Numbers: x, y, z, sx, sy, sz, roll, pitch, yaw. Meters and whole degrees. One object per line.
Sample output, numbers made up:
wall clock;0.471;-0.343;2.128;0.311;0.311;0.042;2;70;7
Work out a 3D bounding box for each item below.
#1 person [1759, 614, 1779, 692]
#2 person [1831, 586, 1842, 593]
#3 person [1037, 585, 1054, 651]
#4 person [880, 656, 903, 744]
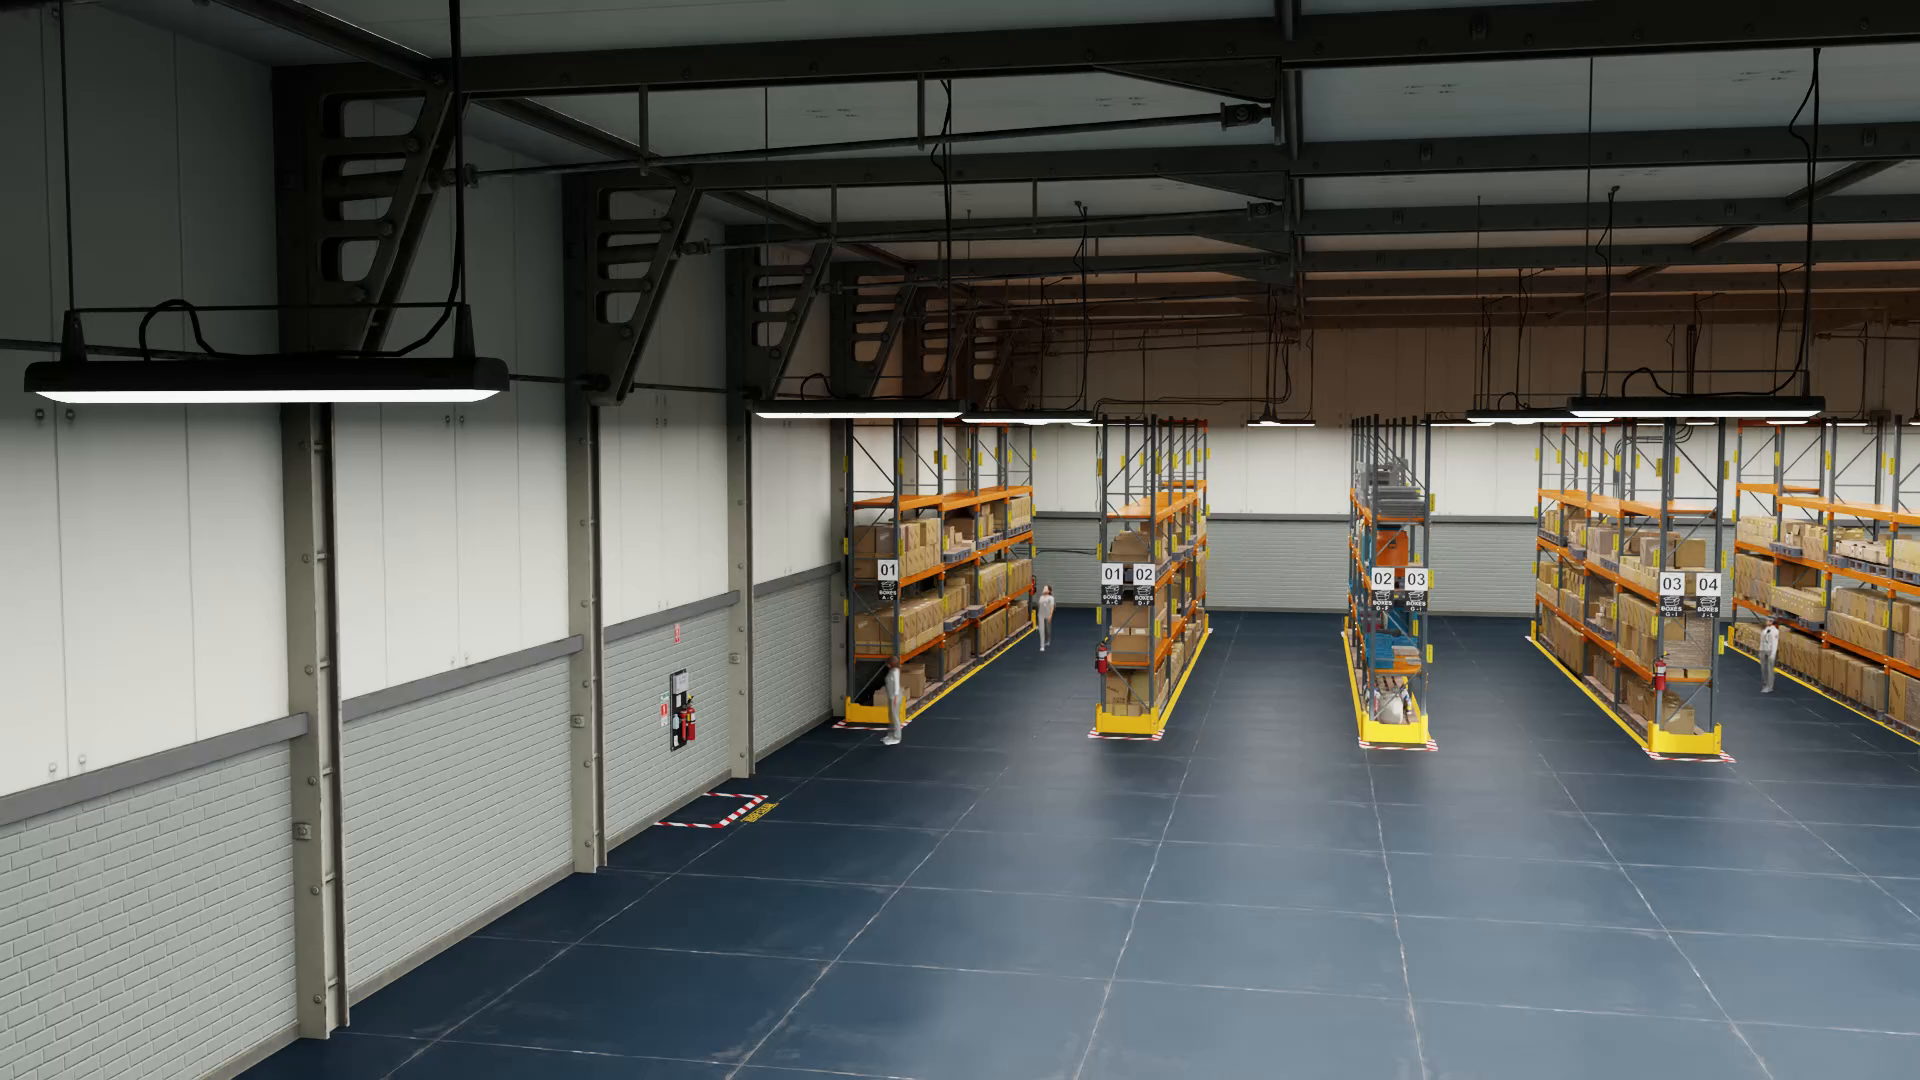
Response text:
person;17.677;2.471;36.383;0.515;1.693;0.478;-2;4;-24
person;22.053;2.051;41.965;0.614;1.773;0.525;-4;5;-44
person;2.130;1.935;41.476;0.431;1.613;0.959;0;4;1
person;-1.243;2.899;30.278;0.387;1.600;0.452;-1;4;-16
